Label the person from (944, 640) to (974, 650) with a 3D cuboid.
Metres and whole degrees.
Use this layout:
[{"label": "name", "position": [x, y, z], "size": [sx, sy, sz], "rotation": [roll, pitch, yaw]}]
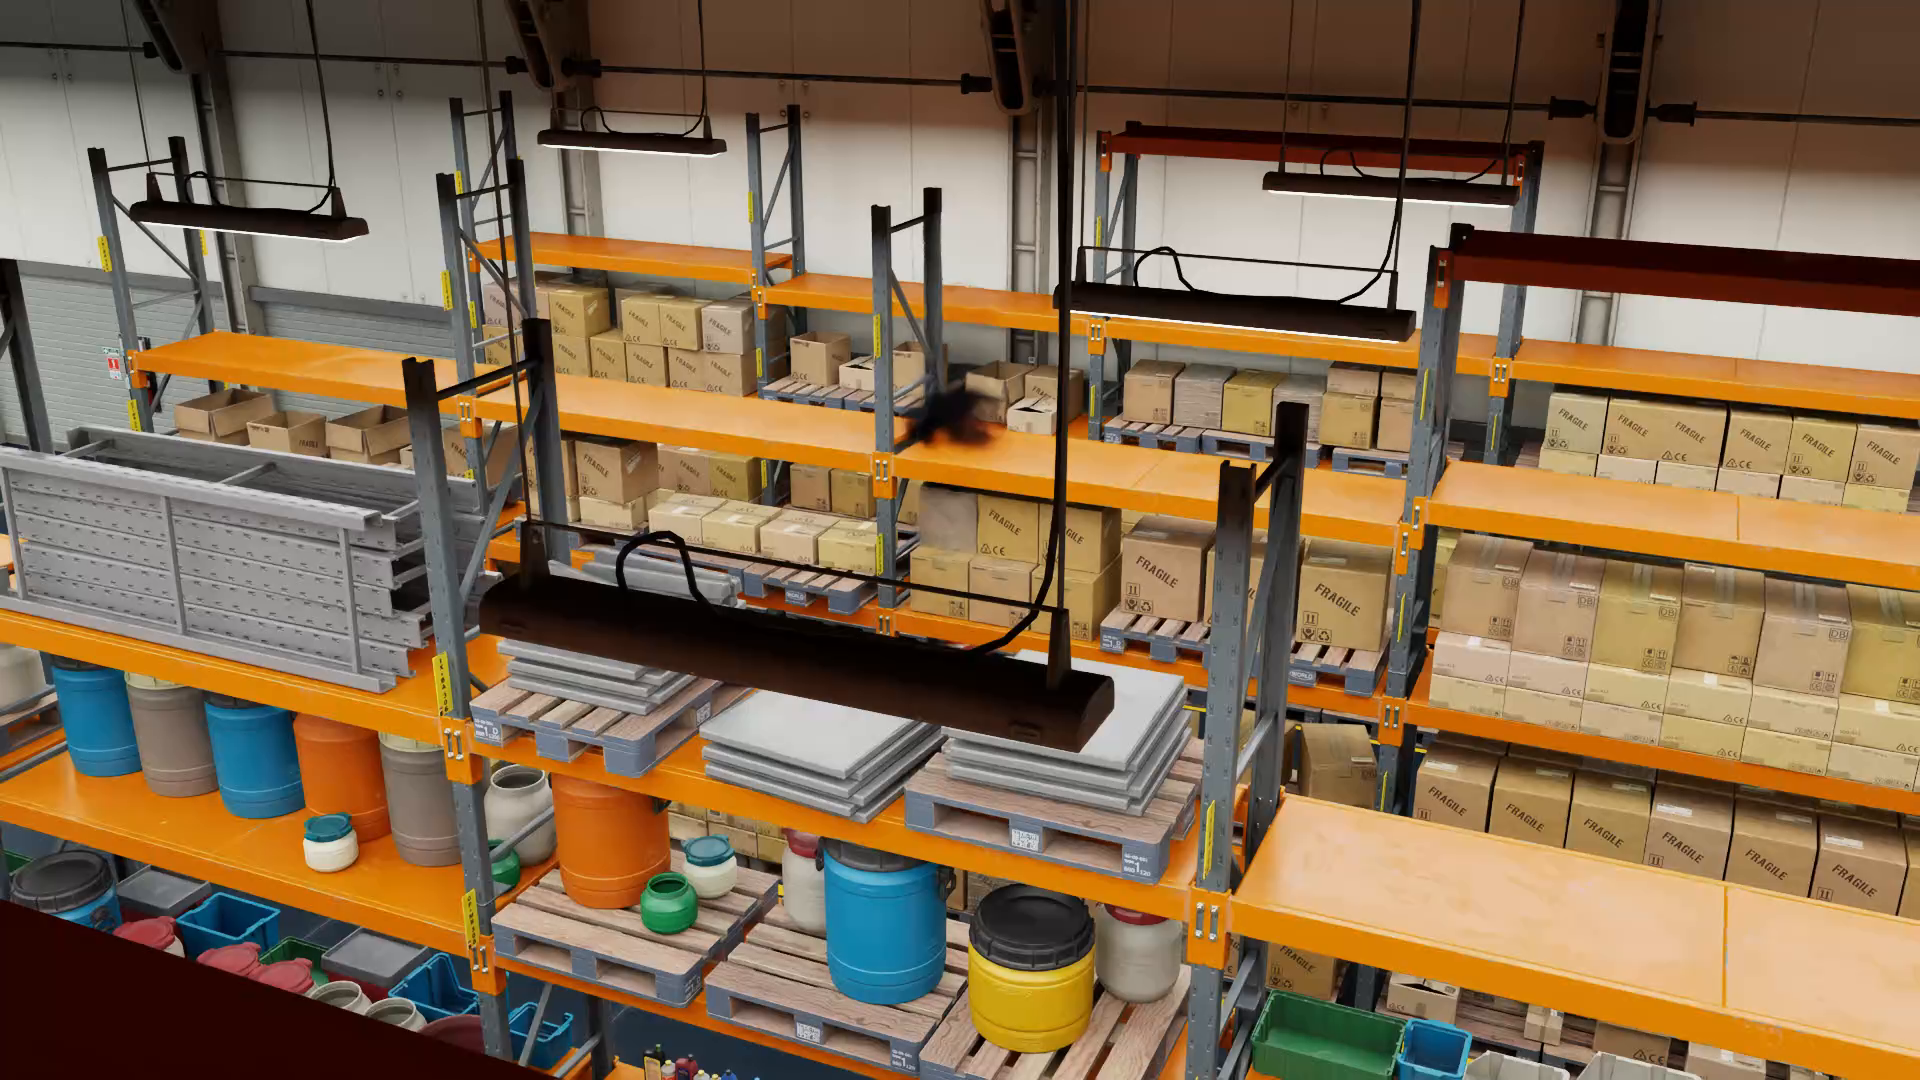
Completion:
[{"label": "person", "position": [-0.053, 1.162, 16.317], "size": [0.713, 1.900, 0.631], "rotation": [7, 22, 19]}]
